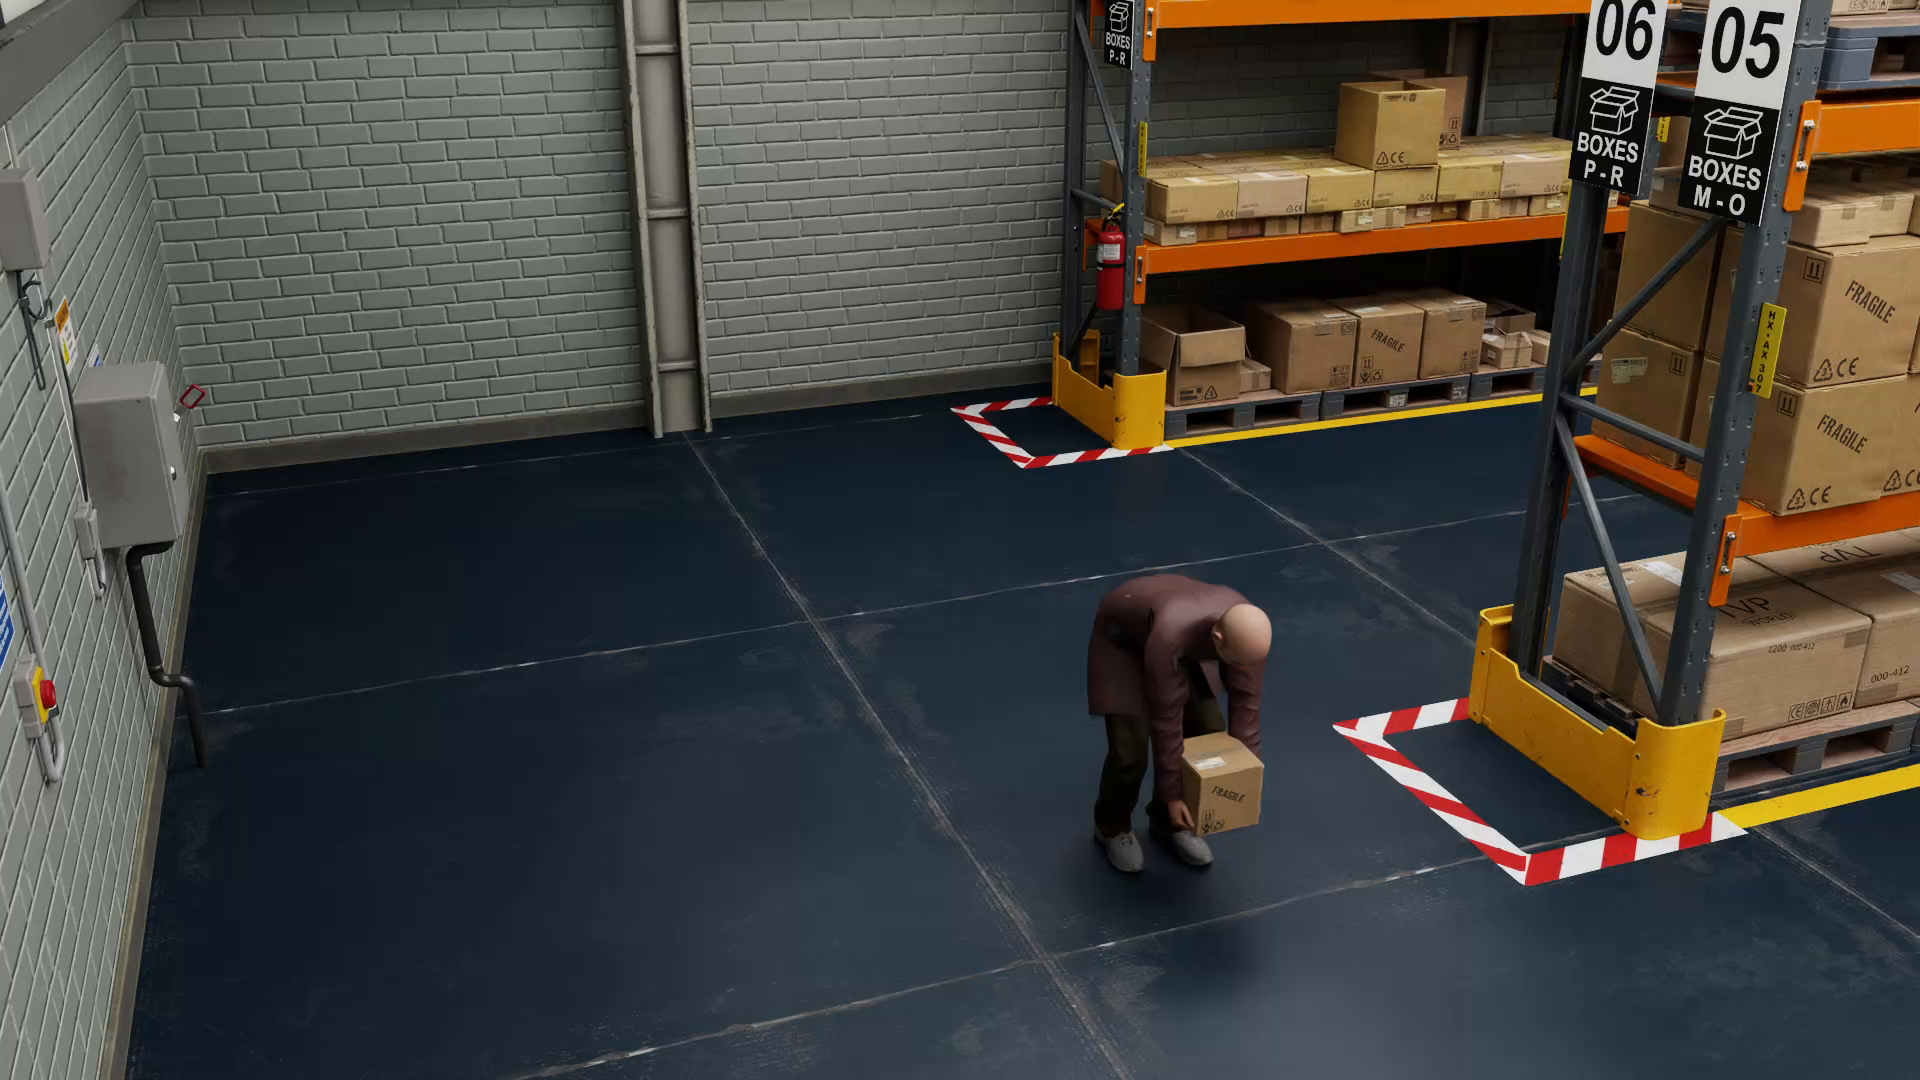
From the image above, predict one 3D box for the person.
[{"bbox_3d":[0.808,0.684,6.126,0.566,1.258,0.916,-9,24,-21],"label":"person"}]
